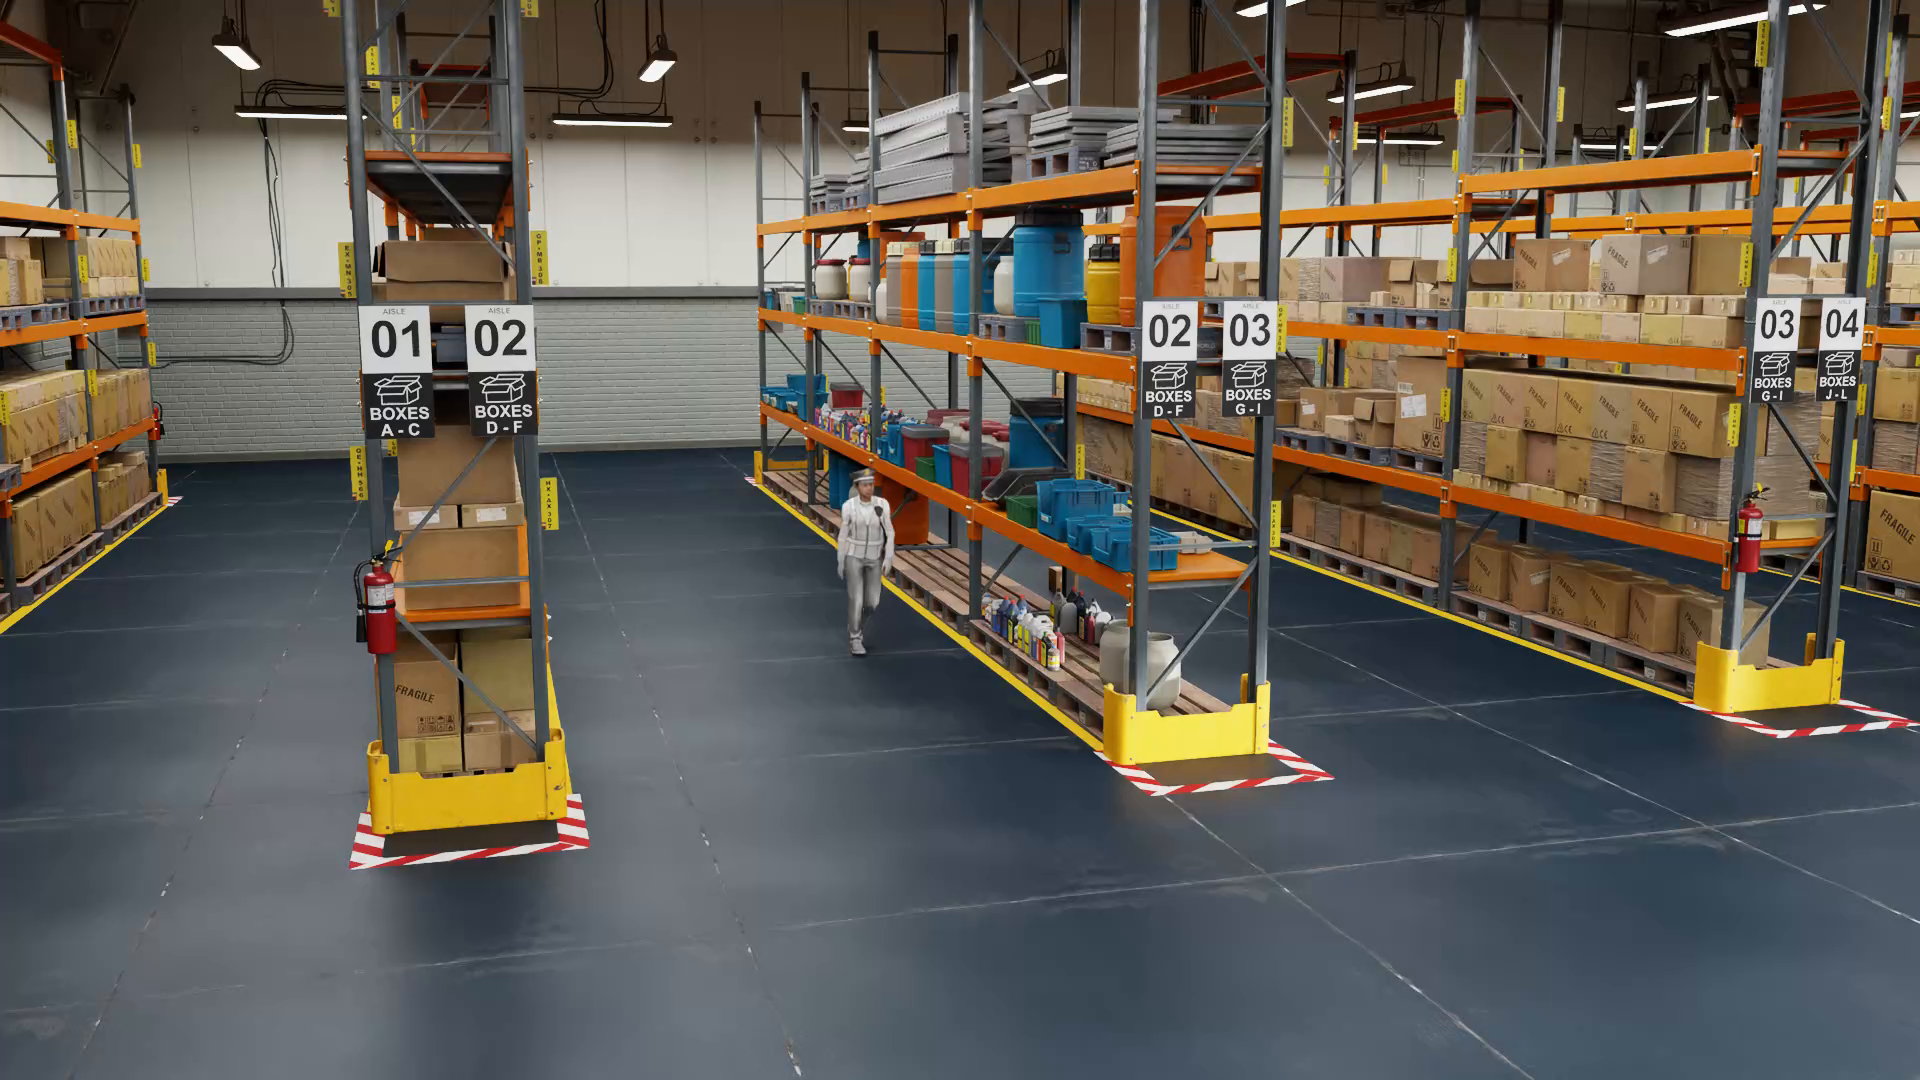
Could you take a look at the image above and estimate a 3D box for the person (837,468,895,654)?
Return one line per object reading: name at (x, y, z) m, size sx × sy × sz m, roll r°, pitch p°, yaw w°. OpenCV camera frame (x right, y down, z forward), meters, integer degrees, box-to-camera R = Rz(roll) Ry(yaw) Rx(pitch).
person at (-0.851, 0.154, 14.954) m, size 0.519 × 1.660 × 0.640 m, roll -2°, pitch 9°, yaw -11°
